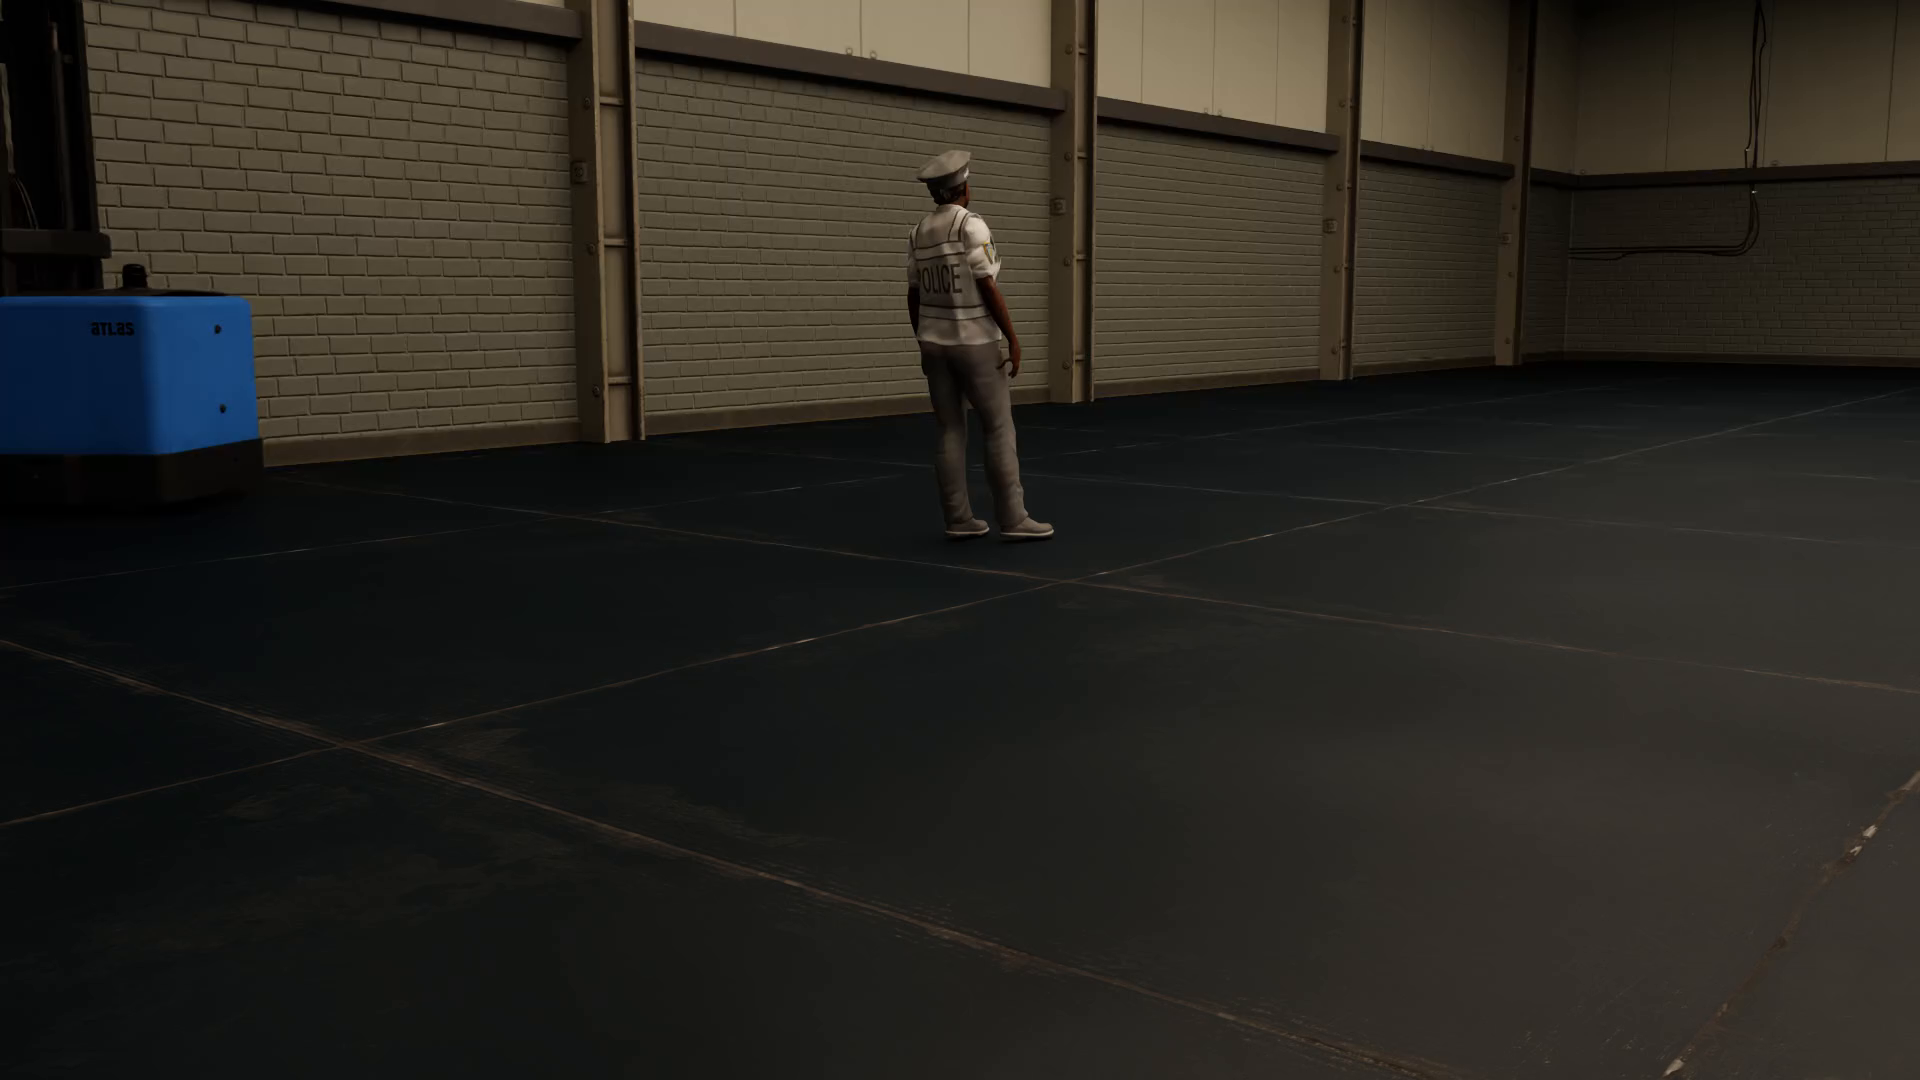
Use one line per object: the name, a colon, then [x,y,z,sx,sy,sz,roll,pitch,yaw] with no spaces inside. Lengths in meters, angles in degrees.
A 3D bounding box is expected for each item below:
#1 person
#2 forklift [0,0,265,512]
person: [0.062,-0.852,7.326,0.569,1.694,0.530,7,11,38]
forklift: [-5.323,-1.644,8.516,3.031,2.935,1.130,1,8,4]
